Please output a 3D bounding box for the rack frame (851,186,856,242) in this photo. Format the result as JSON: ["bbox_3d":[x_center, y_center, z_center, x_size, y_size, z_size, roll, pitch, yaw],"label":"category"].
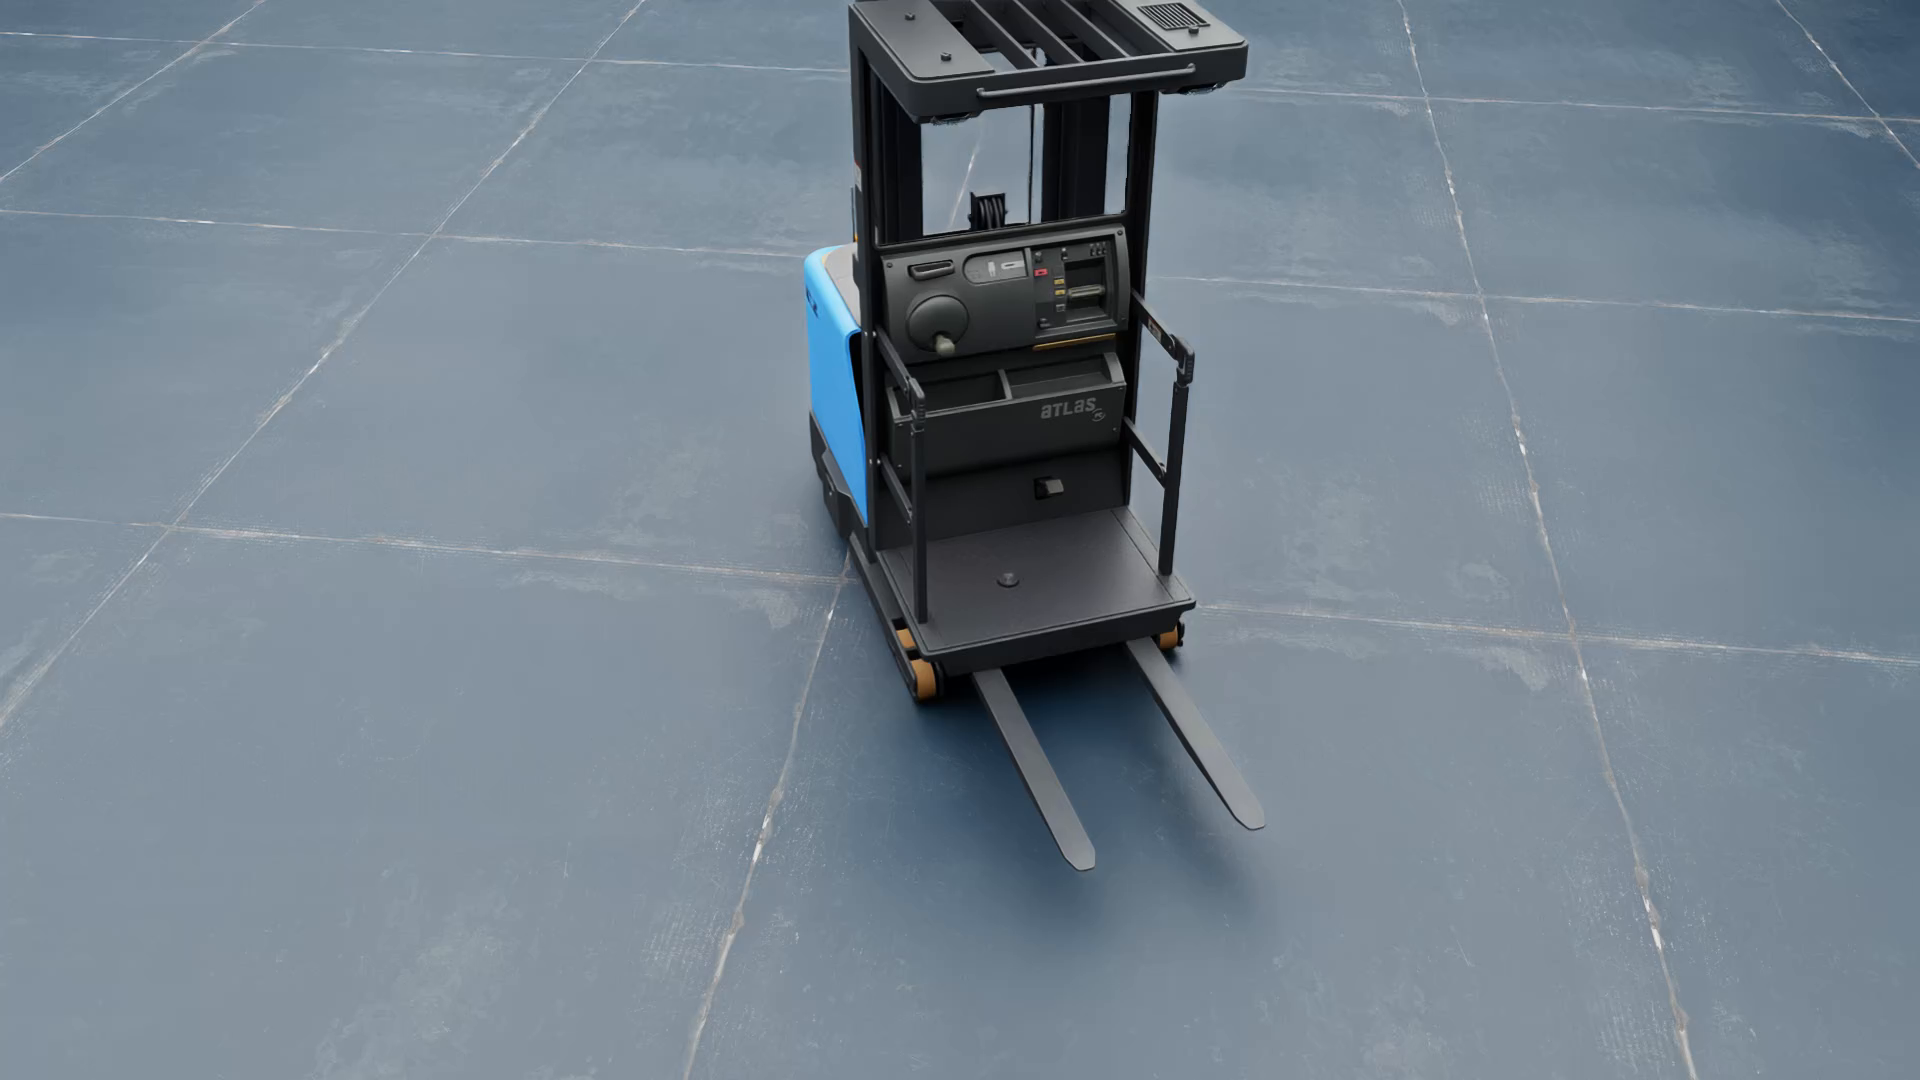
[{"bbox_3d":[-0.445,-1.017,7.642,0.006,1.200,0.240,-11,37,-15],"label":"rack frame"}]

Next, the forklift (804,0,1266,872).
[{"bbox_3d":[0.244,-0.839,5.902,1.130,2.935,3.031,-10,37,-14],"label":"forklift"}]

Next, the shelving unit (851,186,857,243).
[{"bbox_3d":[-0.358,-1.034,7.666,0.189,1.200,0.258,-11,37,-15],"label":"shelving unit"}]

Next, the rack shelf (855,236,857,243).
[{"bbox_3d":[-0.358,-1.291,7.483,0.180,0.103,0.258,-11,37,-15],"label":"rack shelf"}]
